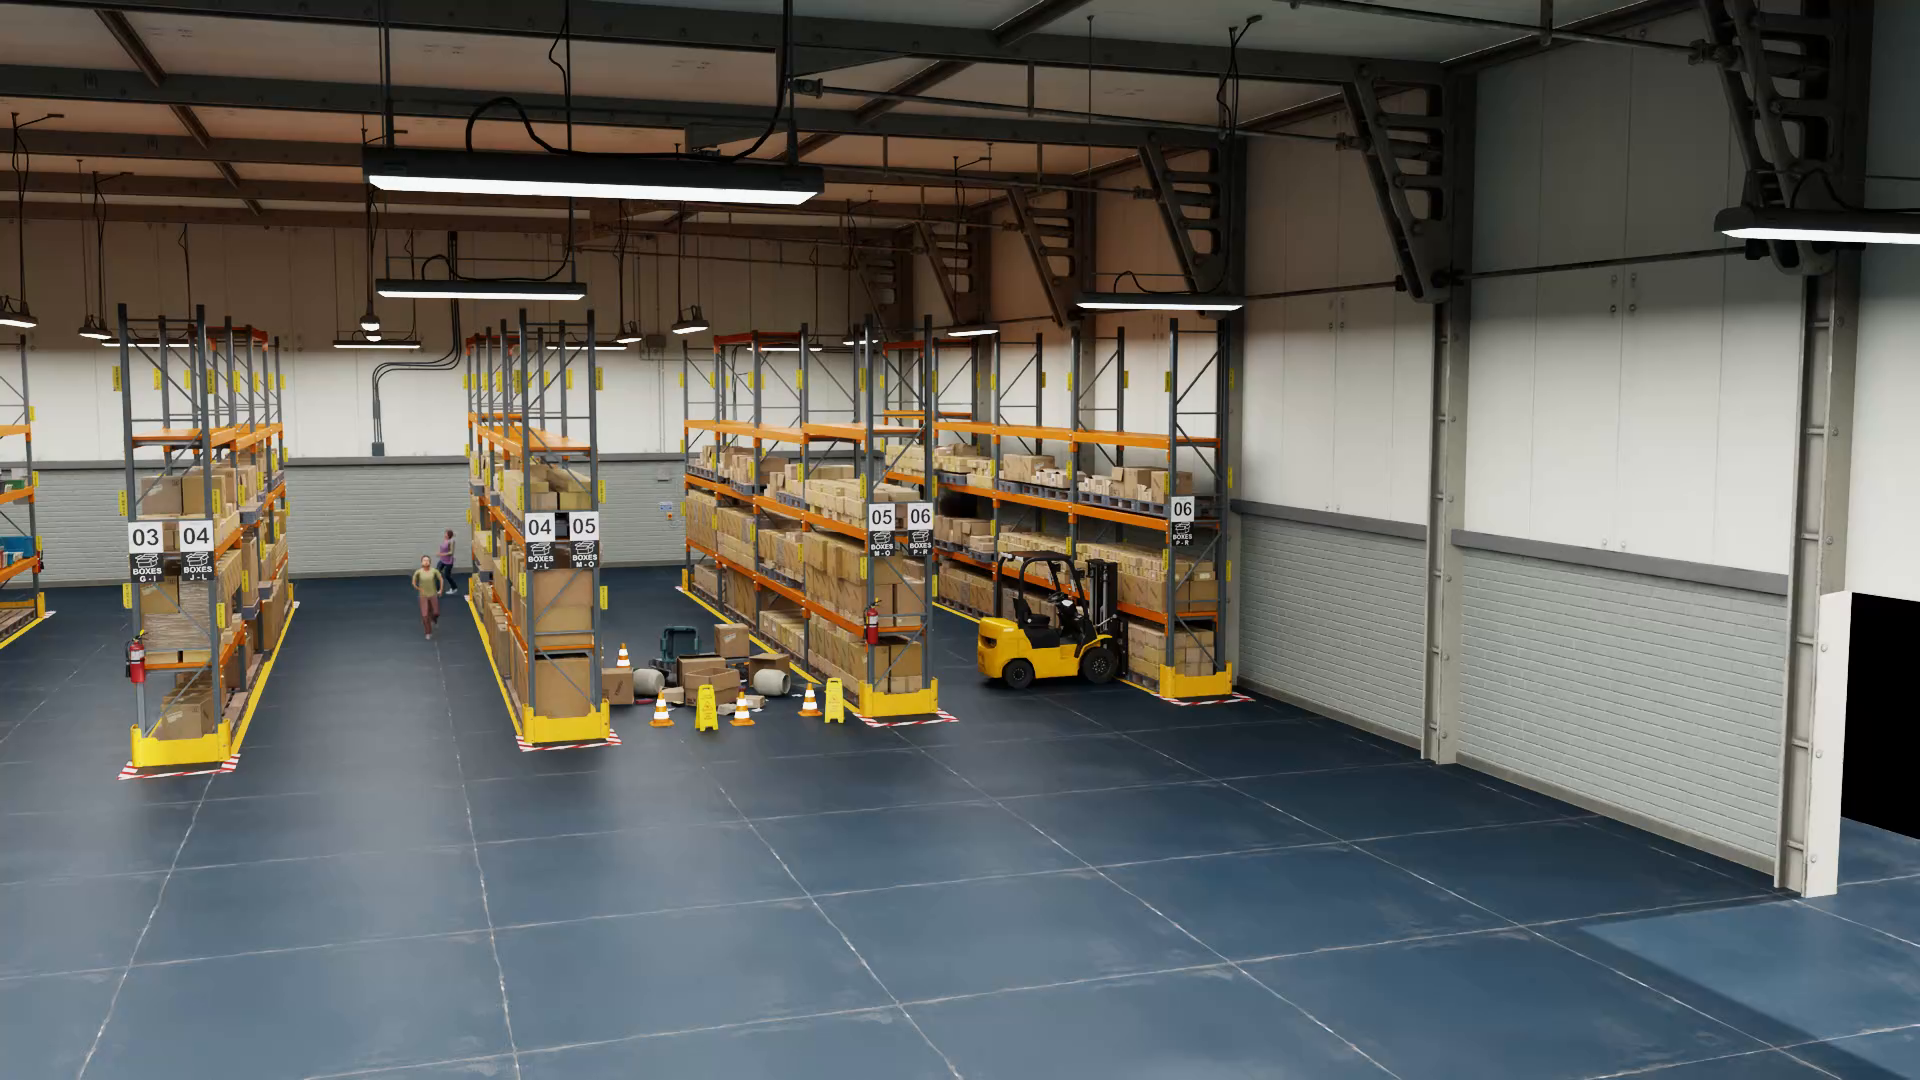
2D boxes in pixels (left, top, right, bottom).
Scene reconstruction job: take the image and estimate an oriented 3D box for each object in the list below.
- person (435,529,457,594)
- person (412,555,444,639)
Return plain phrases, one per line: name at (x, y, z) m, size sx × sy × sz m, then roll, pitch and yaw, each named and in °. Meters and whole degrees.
person at (-11.949, 0.536, 38.702) m, size 0.538 × 1.585 × 0.756 m, roll 4°, pitch 7°, yaw 34°
person at (-10.450, 1.110, 32.691) m, size 0.606 × 1.636 × 0.589 m, roll -2°, pitch 6°, yaw -23°
